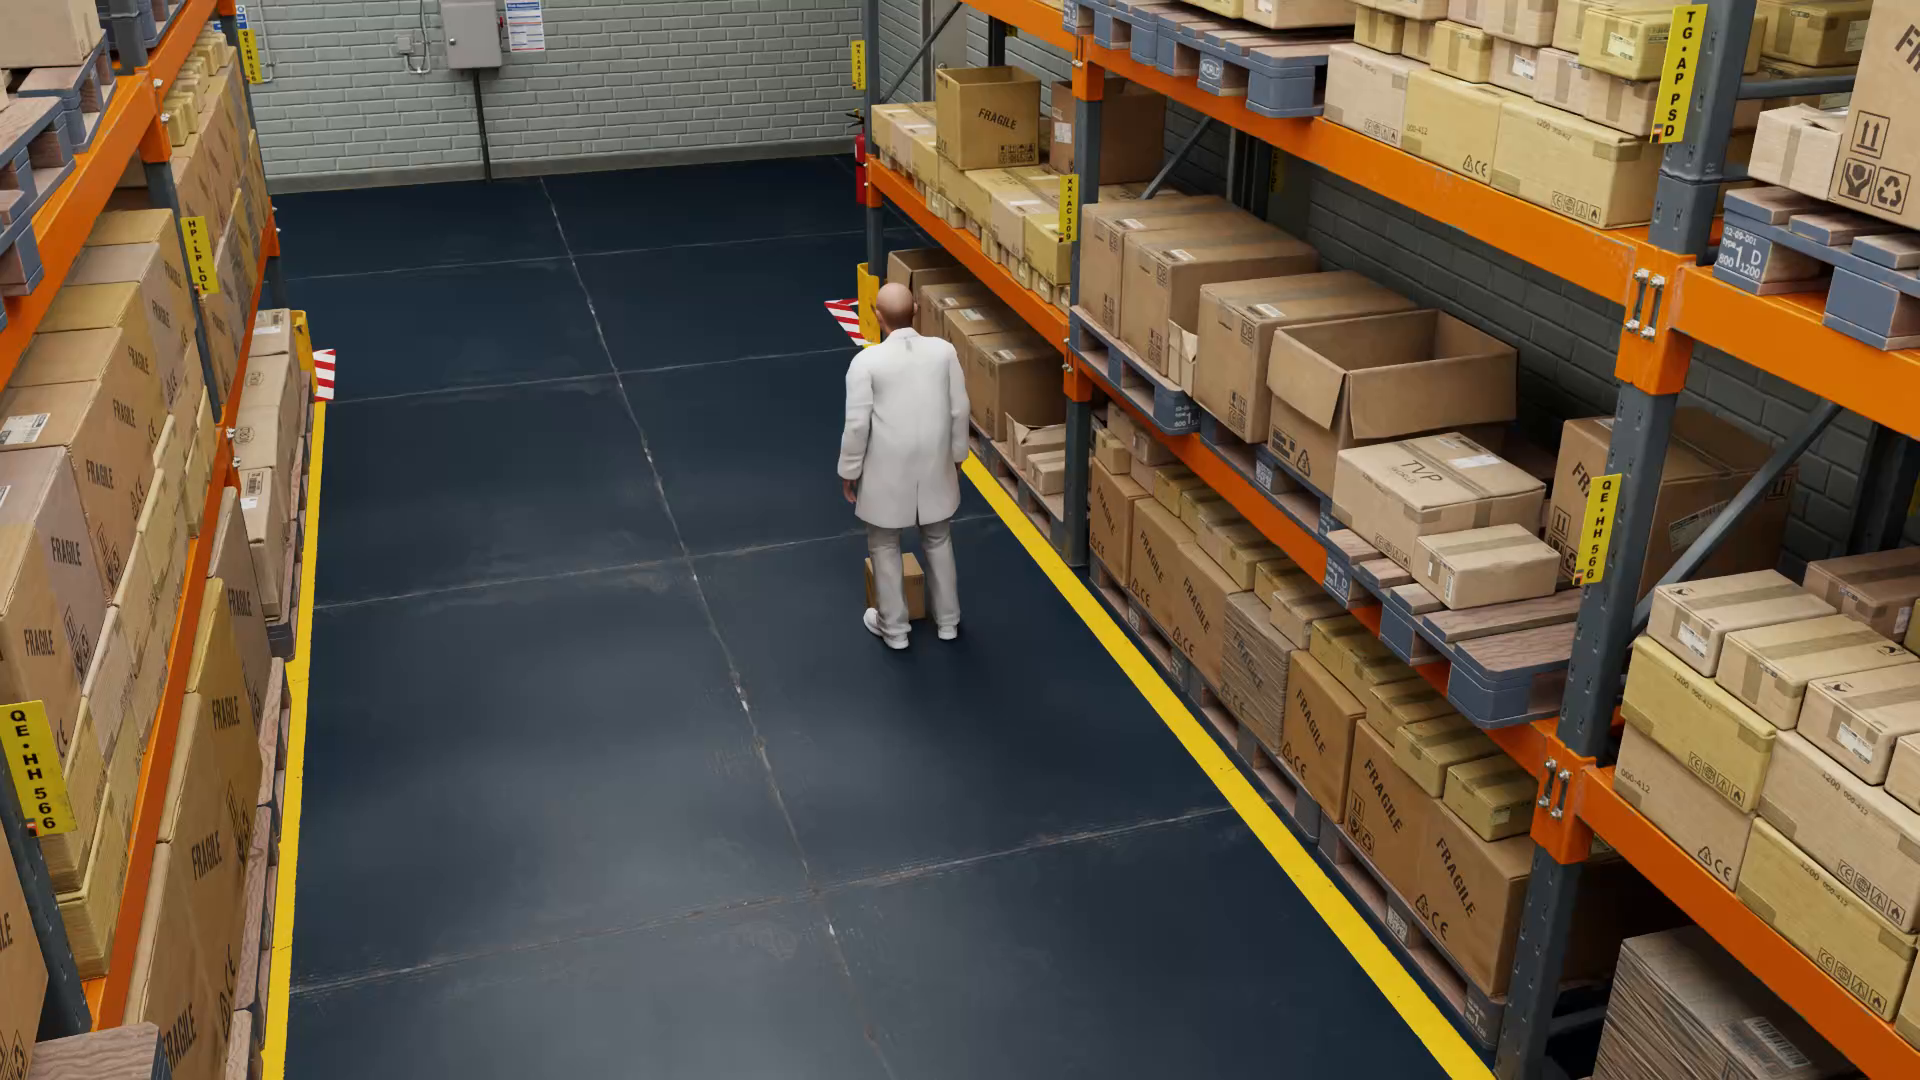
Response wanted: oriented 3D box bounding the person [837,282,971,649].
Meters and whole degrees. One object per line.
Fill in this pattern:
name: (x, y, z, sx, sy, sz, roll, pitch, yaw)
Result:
person: (-0.255, -0.341, 7.829, 0.643, 1.774, 0.421, -10, 28, -19)
